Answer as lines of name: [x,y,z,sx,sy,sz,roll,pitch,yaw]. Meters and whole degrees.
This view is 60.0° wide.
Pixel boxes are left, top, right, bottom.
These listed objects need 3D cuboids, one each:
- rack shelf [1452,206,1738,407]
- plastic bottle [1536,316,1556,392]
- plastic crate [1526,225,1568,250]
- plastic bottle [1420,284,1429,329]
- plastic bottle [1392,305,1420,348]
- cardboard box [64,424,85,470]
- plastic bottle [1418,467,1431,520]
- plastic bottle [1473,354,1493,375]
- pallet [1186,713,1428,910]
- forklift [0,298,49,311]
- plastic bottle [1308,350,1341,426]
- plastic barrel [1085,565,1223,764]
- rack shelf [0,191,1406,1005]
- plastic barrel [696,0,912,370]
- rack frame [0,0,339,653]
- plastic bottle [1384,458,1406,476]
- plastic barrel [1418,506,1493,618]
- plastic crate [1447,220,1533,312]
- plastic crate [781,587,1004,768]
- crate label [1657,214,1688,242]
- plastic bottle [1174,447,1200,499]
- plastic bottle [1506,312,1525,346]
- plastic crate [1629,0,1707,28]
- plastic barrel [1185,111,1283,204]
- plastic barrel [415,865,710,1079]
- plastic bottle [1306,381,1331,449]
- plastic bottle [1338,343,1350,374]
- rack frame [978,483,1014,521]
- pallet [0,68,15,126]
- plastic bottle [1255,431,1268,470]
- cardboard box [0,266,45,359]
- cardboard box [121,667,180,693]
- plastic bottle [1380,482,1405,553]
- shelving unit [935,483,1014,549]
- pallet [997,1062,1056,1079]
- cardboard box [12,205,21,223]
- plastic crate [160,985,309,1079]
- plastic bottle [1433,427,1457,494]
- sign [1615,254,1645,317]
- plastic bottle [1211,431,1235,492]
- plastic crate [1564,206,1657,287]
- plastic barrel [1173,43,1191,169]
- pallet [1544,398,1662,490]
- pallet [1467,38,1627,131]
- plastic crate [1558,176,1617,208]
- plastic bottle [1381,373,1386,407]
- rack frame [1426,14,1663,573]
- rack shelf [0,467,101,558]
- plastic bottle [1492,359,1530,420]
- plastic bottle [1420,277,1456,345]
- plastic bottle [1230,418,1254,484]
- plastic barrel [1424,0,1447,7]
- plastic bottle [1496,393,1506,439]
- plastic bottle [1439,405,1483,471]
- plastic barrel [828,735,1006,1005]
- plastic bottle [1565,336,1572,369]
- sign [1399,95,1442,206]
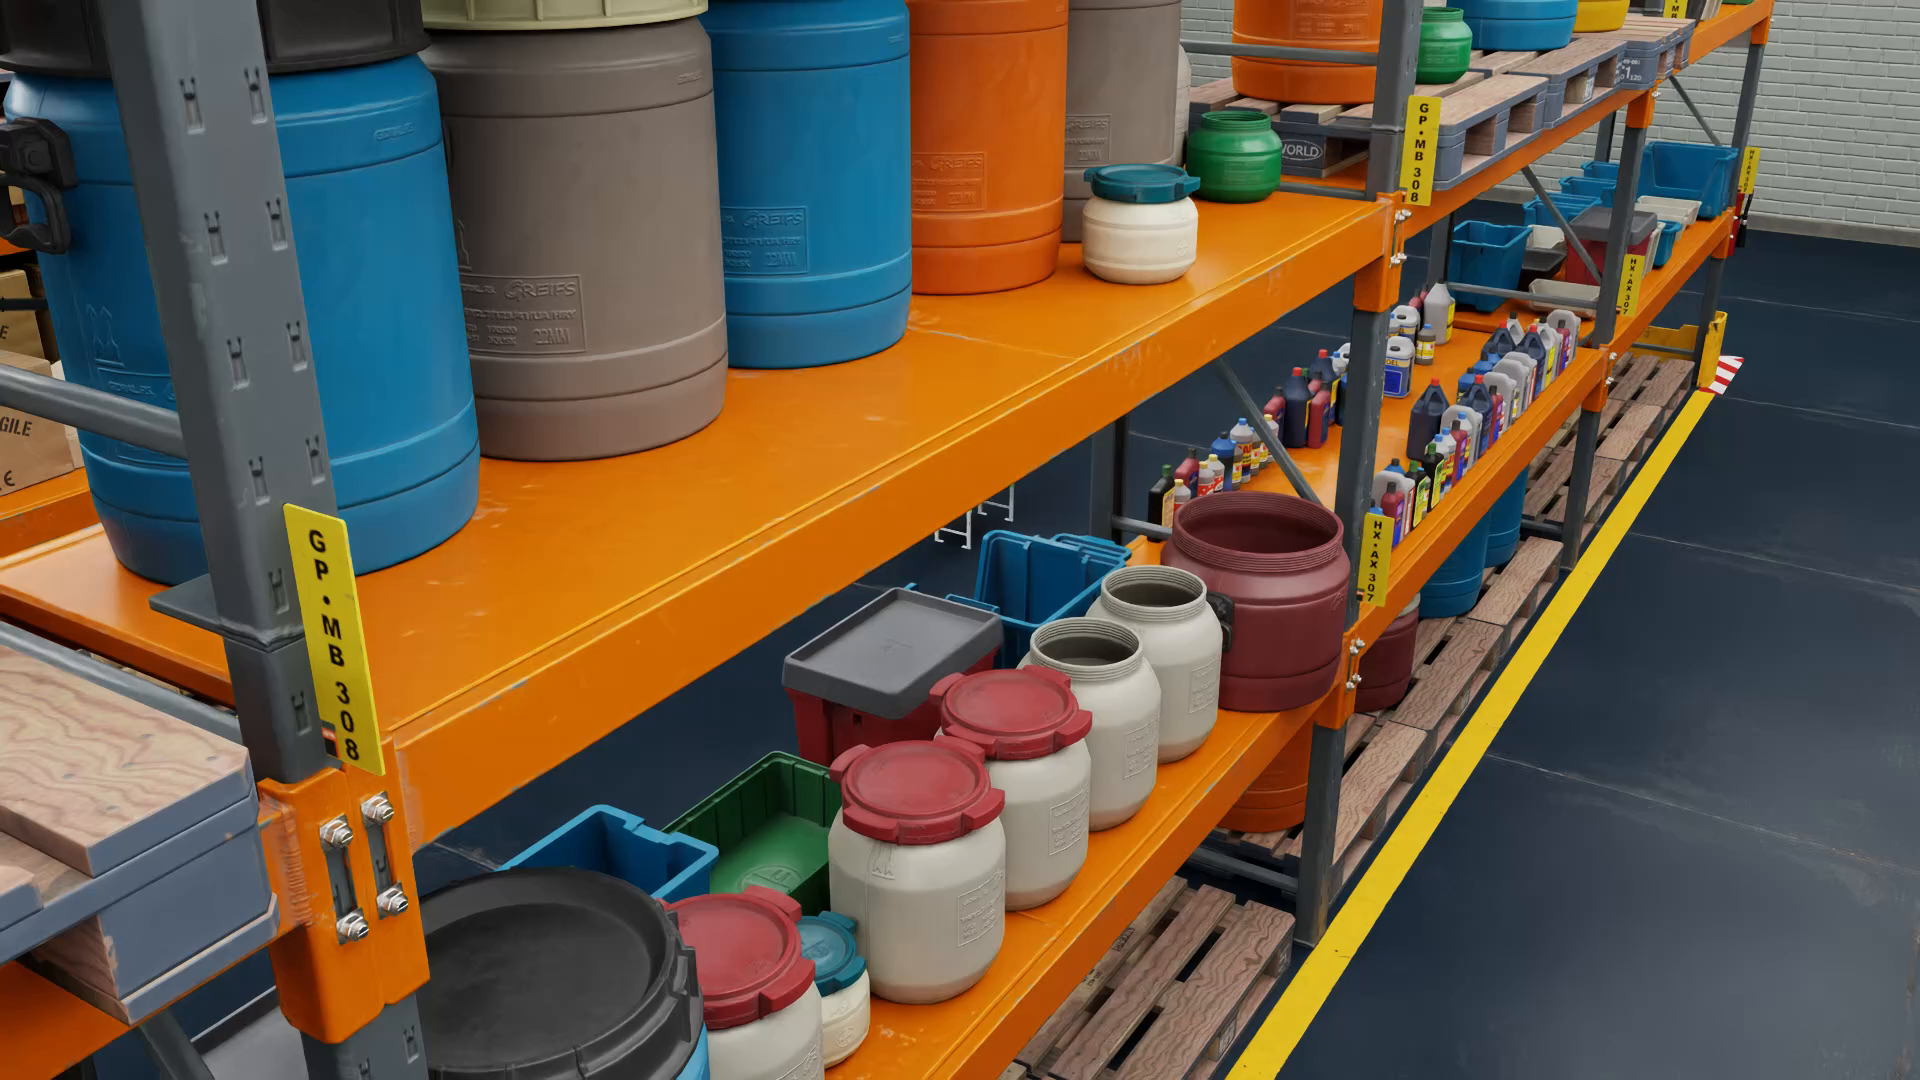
rack shelf: [4.095,-1.665,10.726,1.077,0.370,4.000,14,27,29]
plastic bottle: [2.833,-0.919,8.158,0.144,0.351,0.185,14,27,29]
plastic crate: [3.703,-1.877,10.567,0.293,0.136,0.466,14,27,29]
plastic bottle: [2.484,-1.232,8.967,0.061,0.283,0.133,14,27,29]
plastic bottle: [2.279,-1.063,8.586,0.152,0.276,0.135,14,27,29]
cardboard box: [-3.901,-0.452,7.334,0.380,0.149,0.250,16,28,33]
plastic bottle: [1.831,-0.192,6.667,0.097,0.201,0.097,0,23,0]
plastic bottle: [2.461,-0.741,7.848,0.097,0.271,0.097,0,23,0]
pallet: [1.310,1.035,7.094,1.003,0.211,1.213,14,27,29]
forklift: [-5.445,-1.708,10.007,3.031,2.935,1.130,-1,23,-3]
plastic bottle: [1.671,-0.711,7.680,0.144,0.351,0.185,14,27,29]
plastic barrel: [0.568,0.371,4.977,0.421,0.512,0.421,0,23,0]
rack shelf: [-0.125,-0.341,3.893,1.077,0.370,4.000,14,27,29]
plastic barrel: [-0.406,-0.885,3.612,0.600,0.901,0.708,14,27,29]
rack frame: [-1.180,-1.373,1.594,1.000,3.000,0.127,14,27,29]
plastic bottle: [1.709,-0.191,6.579,0.097,0.271,0.097,0,23,0]
plastic barrel: [2.365,-0.131,8.389,0.600,0.901,0.708,14,27,29]
plastic crate: [2.996,-1.569,9.544,0.392,0.384,0.575,14,27,29]
plastic crate: [-0.183,0.482,4.780,0.402,0.464,0.583,14,27,29]
crate label: [4.582,-2.069,11.011,0.396,0.136,0.243,14,27,29]
plastic bottle: [0.902,-0.220,6.630,0.061,0.283,0.133,14,27,29]
plastic bottle: [2.710,-0.949,8.228,0.144,0.351,0.185,14,27,29]
plastic crate: [3.928,-2.998,9.289,0.497,0.269,0.590,14,27,29]
plastic barrel: [0.843,-1.181,5.122,0.294,0.245,0.294,0,23,0]
plastic barrel: [-0.719,1.083,2.841,0.600,0.901,0.708,14,27,29]
plastic bottle: [1.603,-0.560,7.415,0.061,0.283,0.133,14,27,29]
plastic bottle: [1.861,-0.796,7.969,0.152,0.276,0.135,14,27,29]
rack frame: [0.216,-0.689,9.831,0.240,1.200,0.015,14,27,29]
pallet: [-4.146,-1.673,6.301,1.003,0.211,1.213,15,28,31]
plastic bottle: [1.287,-0.415,7.183,0.097,0.201,0.097,0,23,0]
cardboard box: [-6.988,-1.473,11.554,0.750,0.750,0.750,13,27,28]
cardboard box: [-3.884,0.632,7.446,0.500,0.250,0.500,15,27,30]
plastic bottle: [1.645,-0.096,6.343,0.061,0.283,0.133,14,27,29]
shelving unit: [0.087,-0.606,9.641,0.258,1.200,0.503,14,27,29]
pallet: [-0.156,1.973,4.926,1.003,0.211,1.213,14,27,29]
cardboard box: [-6.736,-2.268,11.505,0.380,0.149,0.250,14,27,28]
plastic crate: [-1.185,1.123,3.299,0.402,0.464,0.583,14,27,29]
plastic bottle: [2.004,-0.334,6.909,0.097,0.271,0.097,0,23,0]
sign: [3.506,-1.331,8.701,0.100,0.325,0.005,14,27,29]
plastic bottle: [1.081,-0.316,6.865,0.097,0.271,0.097,0,23,0]
plastic crate: [3.724,-1.626,9.573,0.402,0.464,0.583,14,27,29]
plastic barrel: [0.505,-1.357,5.193,0.421,0.512,0.421,0,23,0]
pallet: [4.037,-0.710,11.124,1.003,0.211,1.213,14,27,29]
pallet: [2.113,-1.941,6.921,1.003,0.211,1.213,14,27,29]
plastic crate: [4.392,-2.384,11.617,0.416,0.233,0.300,14,27,29]
plastic bottle: [1.977,-0.742,7.938,0.097,0.201,0.097,0,23,0]
rack frame: [3.040,-1.320,9.023,1.000,3.000,0.127,14,27,29]
rack shelf: [-4.332,-0.004,6.889,1.077,0.370,4.000,14,27,29]
plastic bottle: [2.577,-0.723,7.801,0.152,0.276,0.135,14,27,29]
plastic bottle: [2.557,-1.233,8.884,0.144,0.351,0.185,14,27,29]
plastic bottle: [1.184,-0.381,7.017,0.097,0.271,0.097,0,23,0]
plastic barrel: [1.737,-2.231,6.654,0.433,0.535,0.433,0,23,0]
plastic bottle: [2.416,-0.566,7.532,0.097,0.201,0.097,0,23,0]
plastic bottle: [2.164,-0.459,7.192,0.152,0.276,0.135,14,27,29]
plastic barrel: [-0.102,0.793,3.971,0.433,0.535,0.433,0,23,0]
plastic bottle: [3.068,-0.983,8.495,0.097,0.201,0.097,0,23,0]
sign: [1.401,-1.186,5.069,0.100,0.325,0.005,14,27,29]
